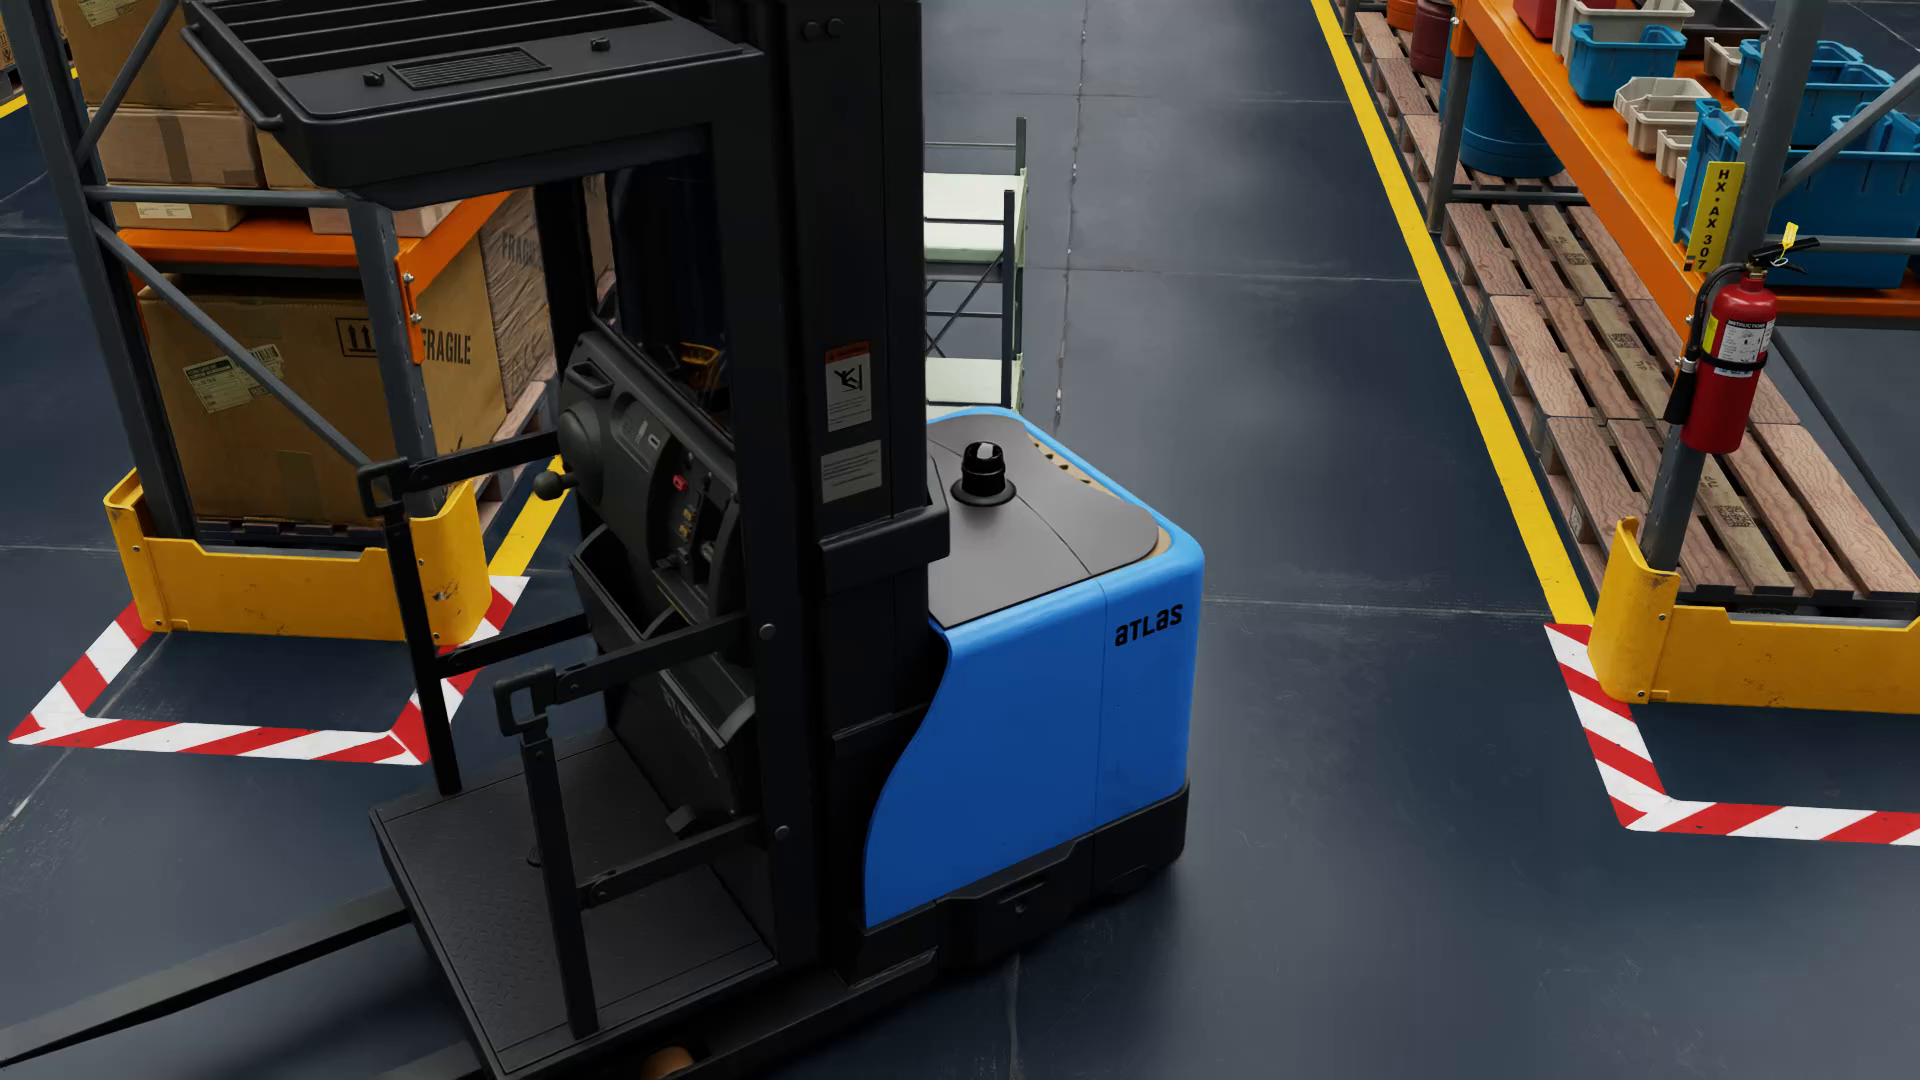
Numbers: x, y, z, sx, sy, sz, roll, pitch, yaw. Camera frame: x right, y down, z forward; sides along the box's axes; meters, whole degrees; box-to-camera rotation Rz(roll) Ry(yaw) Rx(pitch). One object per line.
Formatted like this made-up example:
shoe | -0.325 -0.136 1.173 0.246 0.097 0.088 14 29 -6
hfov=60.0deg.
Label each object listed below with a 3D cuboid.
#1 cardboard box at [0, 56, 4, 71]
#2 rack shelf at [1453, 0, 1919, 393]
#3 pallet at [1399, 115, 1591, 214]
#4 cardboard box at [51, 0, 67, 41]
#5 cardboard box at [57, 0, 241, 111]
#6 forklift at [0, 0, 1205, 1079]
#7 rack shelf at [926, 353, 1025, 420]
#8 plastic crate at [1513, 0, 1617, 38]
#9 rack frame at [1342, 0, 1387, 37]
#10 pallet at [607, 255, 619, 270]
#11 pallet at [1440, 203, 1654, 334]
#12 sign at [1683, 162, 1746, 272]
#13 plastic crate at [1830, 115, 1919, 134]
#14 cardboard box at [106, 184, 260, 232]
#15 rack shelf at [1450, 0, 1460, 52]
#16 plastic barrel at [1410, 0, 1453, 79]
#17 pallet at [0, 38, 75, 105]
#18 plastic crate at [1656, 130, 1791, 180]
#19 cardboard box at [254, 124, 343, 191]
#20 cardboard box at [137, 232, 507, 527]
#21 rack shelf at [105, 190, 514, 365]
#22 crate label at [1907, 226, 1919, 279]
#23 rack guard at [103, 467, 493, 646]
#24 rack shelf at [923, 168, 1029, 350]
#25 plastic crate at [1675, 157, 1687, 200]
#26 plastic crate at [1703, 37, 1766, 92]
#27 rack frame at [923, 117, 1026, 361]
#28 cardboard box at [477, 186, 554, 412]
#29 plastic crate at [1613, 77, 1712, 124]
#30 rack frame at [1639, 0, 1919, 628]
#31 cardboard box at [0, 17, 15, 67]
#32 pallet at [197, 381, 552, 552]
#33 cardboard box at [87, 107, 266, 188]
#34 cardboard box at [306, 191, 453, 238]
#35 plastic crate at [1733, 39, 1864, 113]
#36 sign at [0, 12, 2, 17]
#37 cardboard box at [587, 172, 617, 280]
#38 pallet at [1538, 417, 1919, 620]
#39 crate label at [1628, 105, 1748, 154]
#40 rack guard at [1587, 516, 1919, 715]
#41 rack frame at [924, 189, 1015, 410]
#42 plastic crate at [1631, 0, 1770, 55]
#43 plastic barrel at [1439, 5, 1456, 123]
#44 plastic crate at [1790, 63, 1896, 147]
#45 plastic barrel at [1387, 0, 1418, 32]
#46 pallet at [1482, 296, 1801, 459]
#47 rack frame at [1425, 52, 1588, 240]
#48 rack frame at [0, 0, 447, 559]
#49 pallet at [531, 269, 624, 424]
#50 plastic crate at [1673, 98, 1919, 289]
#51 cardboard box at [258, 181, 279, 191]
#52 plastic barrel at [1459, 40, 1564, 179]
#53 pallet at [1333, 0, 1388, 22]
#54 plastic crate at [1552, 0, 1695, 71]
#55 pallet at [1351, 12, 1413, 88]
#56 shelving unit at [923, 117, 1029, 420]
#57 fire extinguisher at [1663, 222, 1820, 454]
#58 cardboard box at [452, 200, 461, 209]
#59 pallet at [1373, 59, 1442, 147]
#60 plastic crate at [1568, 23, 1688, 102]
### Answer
cardboard box | -6.493 -3.163 10.506 0.500 0.500 0.500 4 32 6
rack shelf | 2.850 -1.568 6.621 1.077 0.370 4.000 2 32 4
pallet | 3.118 -2.135 9.513 1.003 0.211 1.213 2 32 4
cardboard box | -6.399 -3.699 11.376 0.500 0.500 0.500 1 32 2
cardboard box | -2.471 -1.688 5.275 0.500 0.500 0.500 3 32 5
forklift | -0.886 -0.124 3.658 3.031 2.935 1.130 -18 36 -27
rack shelf | 0.001 -0.364 6.033 0.431 0.370 0.720 2 32 4
plastic crate | 2.691 -2.517 7.357 0.402 0.464 0.583 2 32 4
rack frame | 3.339 -5.012 11.524 1.000 3.000 0.127 2 32 4
pallet | -2.063 -1.551 8.565 1.003 0.211 1.213 2 32 4
pallet | 2.992 -1.347 8.235 1.003 0.211 1.213 2 32 4
sign | 2.138 -0.913 4.717 0.100 0.325 0.005 2 32 4
plastic crate | 3.089 -1.242 5.509 0.416 0.233 0.300 2 32 4
cardboard box | -2.548 -1.134 5.470 0.380 0.149 0.250 3 32 5
rack shelf | 3.176 -3.660 10.015 1.077 0.370 4.000 2 32 4
plastic barrel | 3.224 -3.317 10.672 0.600 0.588 0.708 2 32 4
pallet | -6.700 -3.256 11.333 1.003 0.211 1.213 2 32 4
plastic crate | 2.611 -1.327 5.739 0.396 0.136 0.243 2 32 4
cardboard box | -1.941 -1.343 5.429 0.500 0.250 0.500 2 32 3
cardboard box | -2.277 -0.653 6.075 0.875 0.875 0.875 2 32 4
rack shelf | -2.086 -1.780 6.965 1.077 0.370 4.000 2 32 4
crate label | 3.036 -0.898 4.951 0.416 0.233 0.303 2 32 4
rack guard | -2.251 0.036 5.714 1.175 0.500 0.348 2 32 4
rack shelf | 0.001 -0.974 5.657 0.431 0.370 0.720 2 32 4
plastic crate | 2.573 -1.176 5.494 0.396 0.136 0.243 2 32 4
plastic crate | 3.171 -1.910 6.685 0.293 0.136 0.466 2 32 4
rack frame | 0.030 -0.833 6.173 0.400 1.500 0.023 2 32 4
cardboard box | -2.203 -1.129 6.847 0.875 0.875 0.875 2 32 4
plastic crate | 2.615 -1.629 6.229 0.298 0.136 0.250 2 32 4
rack frame | 2.688 -0.829 4.736 1.000 3.000 0.127 2 32 4
cardboard box | -6.463 -3.438 10.951 0.500 0.500 0.500 3 32 5
pallet | -2.262 -0.275 6.495 1.003 0.211 1.213 2 32 4
cardboard box | -2.474 -1.368 5.470 0.500 0.250 0.500 2 32 3
cardboard box | -1.891 -1.105 5.423 0.380 0.149 0.250 3 32 5
plastic crate | 3.167 -1.744 6.322 0.416 0.233 0.300 2 32 4
sign | -2.789 -1.665 4.763 0.100 0.325 0.005 2 32 4
cardboard box | -2.130 -1.594 7.602 0.875 0.875 0.875 2 32 4
pallet | 2.793 -0.071 6.164 1.003 0.211 1.213 2 32 4
crate label | 2.610 -1.474 5.977 0.396 0.136 0.243 2 32 4
rack guard | 2.699 0.248 5.370 1.175 0.500 0.348 2 32 4
rack frame | -0.029 -0.451 5.552 0.400 1.500 0.023 2 32 4
plastic crate | 3.190 -2.232 7.218 0.437 0.125 0.590 2 32 4
plastic barrel | 3.132 -2.860 9.631 0.600 0.901 0.708 2 32 4
plastic crate | 3.143 -1.587 6.068 0.416 0.233 0.300 2 32 4
plastic barrel | 3.316 -4.010 11.567 0.600 0.830 0.708 2 32 4
pallet | 2.895 -0.707 7.197 1.003 0.211 1.213 2 32 4
rack frame | 3.013 -2.920 8.130 1.000 3.000 0.127 2 32 4
rack frame | -2.249 -1.040 5.079 1.000 3.000 0.127 2 32 4
pallet | -2.160 -0.911 7.527 1.003 0.211 1.213 2 32 4
plastic crate | 2.529 -1.052 5.008 0.616 0.435 0.499 2 32 4
cardboard box | -2.529 -1.270 5.691 0.380 0.149 0.250 3 32 4
plastic barrel | 3.074 -2.490 9.031 0.600 0.901 0.708 2 32 4
pallet | 3.441 -4.228 12.910 1.003 0.211 1.213 2 32 4
plastic crate | 2.705 -2.105 6.862 0.437 0.282 0.530 2 32 4
pallet | 3.316 -3.411 11.583 1.003 0.211 1.213 2 32 4
shelving unit | 0.001 -0.642 5.862 0.431 1.500 0.755 2 32 4
fire extinguisher | 2.222 -0.578 4.757 0.296 0.674 0.183 2 32 4
cardboard box | -1.872 -1.239 5.641 0.380 0.149 0.250 2 32 3
pallet | 3.214 -2.775 10.551 1.003 0.211 1.213 2 32 4
plastic crate | 2.599 -1.868 6.524 0.416 0.233 0.300 2 32 4
